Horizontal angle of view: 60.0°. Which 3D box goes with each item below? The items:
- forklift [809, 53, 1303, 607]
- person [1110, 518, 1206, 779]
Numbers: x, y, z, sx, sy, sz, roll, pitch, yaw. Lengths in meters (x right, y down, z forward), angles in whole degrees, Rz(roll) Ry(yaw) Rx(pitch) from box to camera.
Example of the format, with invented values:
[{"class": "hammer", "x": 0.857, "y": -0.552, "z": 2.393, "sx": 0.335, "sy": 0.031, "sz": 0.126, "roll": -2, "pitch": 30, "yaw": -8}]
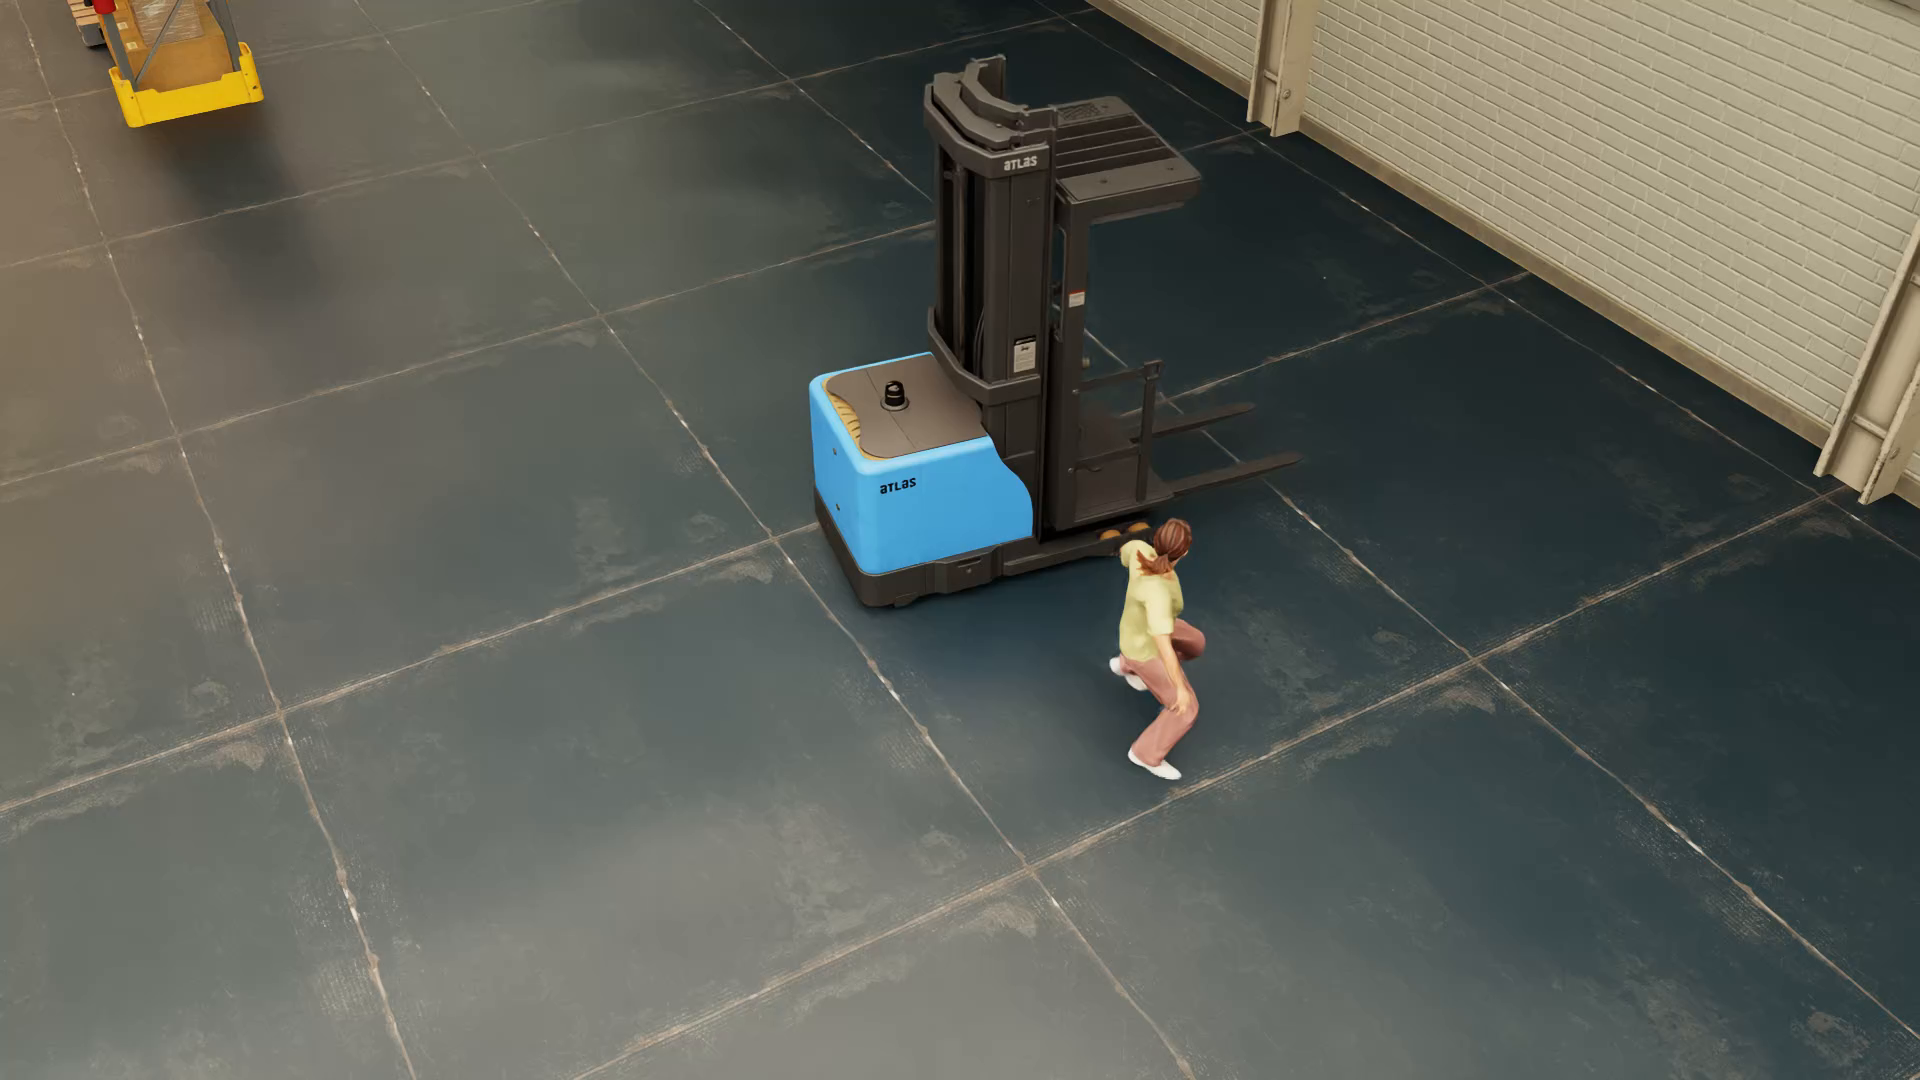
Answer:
[{"class": "forklift", "x": 0.664, "y": -1.326, "z": 9.635, "sx": 3.031, "sy": 2.935, "sz": 1.130, "roll": -14, "pitch": 42, "yaw": -16}, {"class": "person", "x": 1.032, "y": 0.507, "z": 8.537, "sx": 0.496, "sy": 1.561, "sz": 0.890, "roll": 4, "pitch": 40, "yaw": 5}]
